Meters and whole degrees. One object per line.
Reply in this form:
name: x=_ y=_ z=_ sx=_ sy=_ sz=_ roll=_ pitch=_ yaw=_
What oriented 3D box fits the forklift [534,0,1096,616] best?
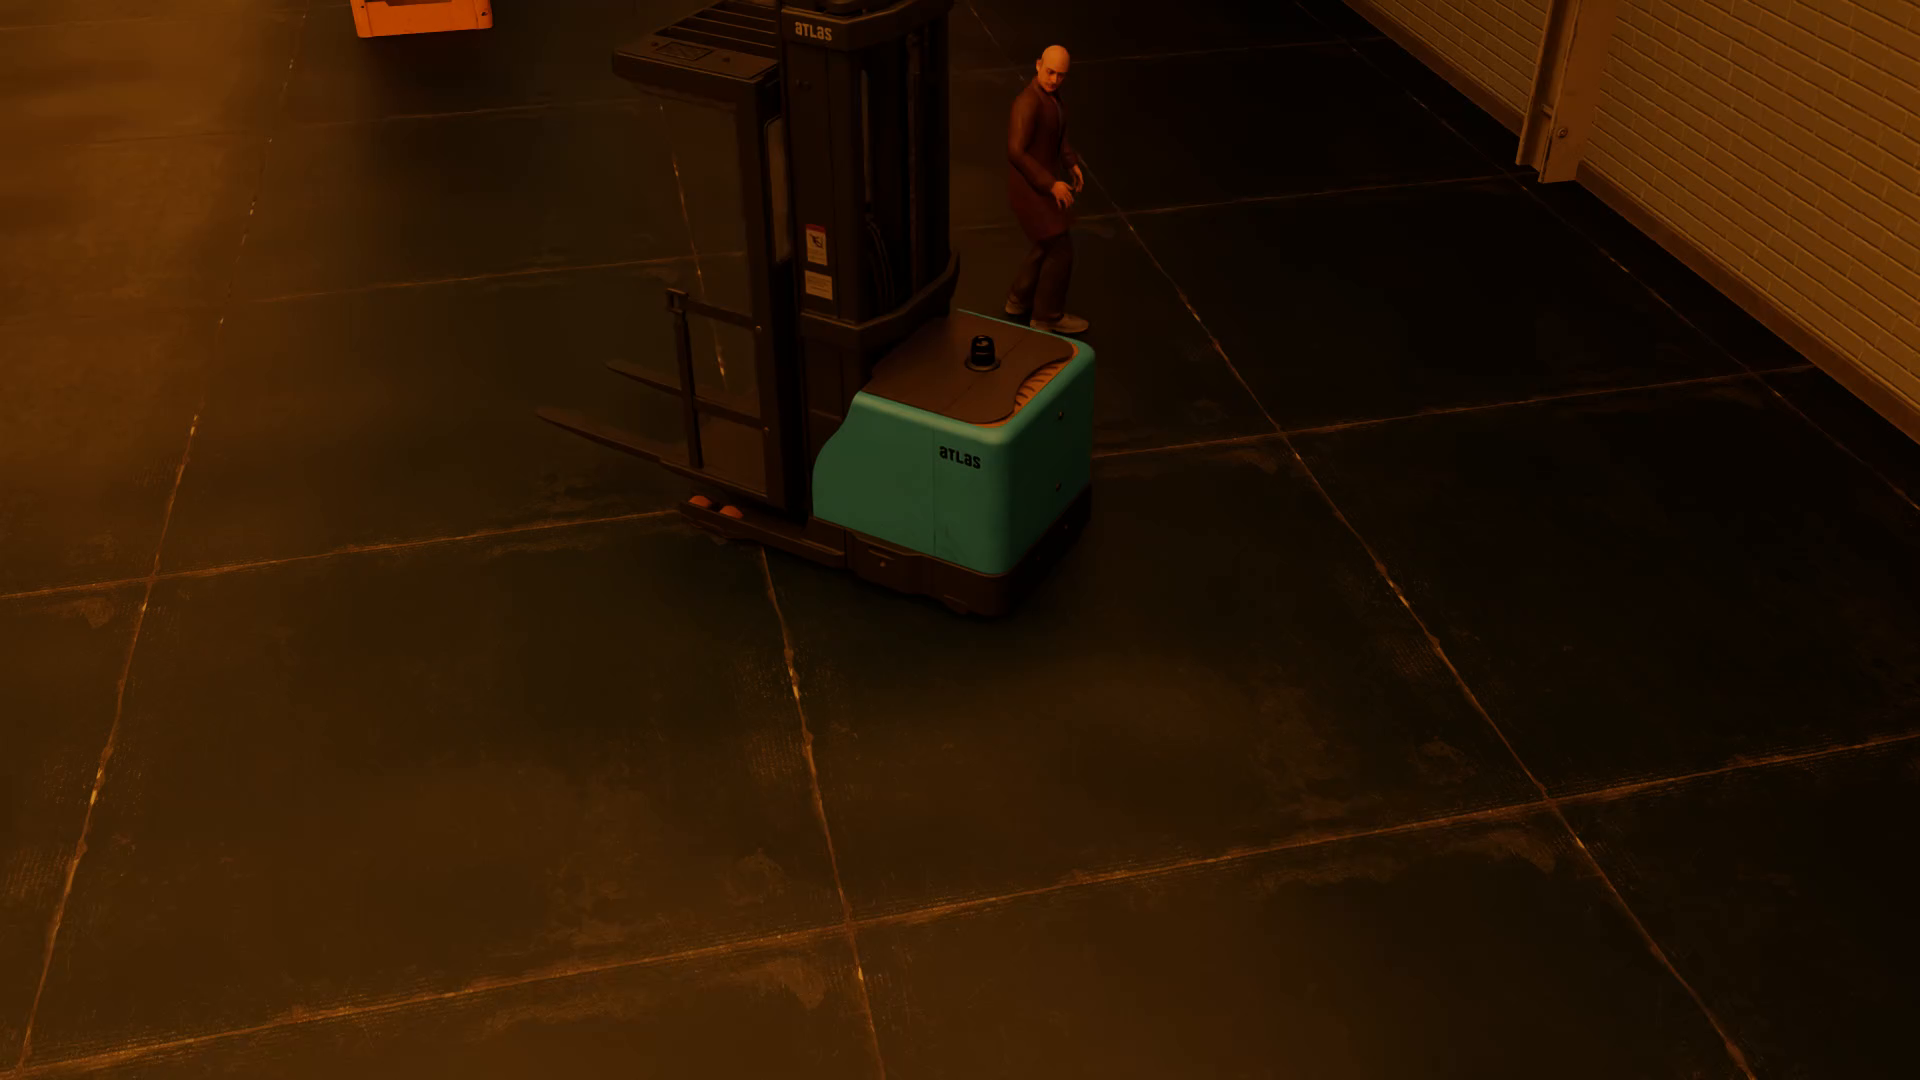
forklift: x=-0.865 y=-1.445 z=8.058 sx=3.031 sy=2.935 sz=1.130 roll=18 pitch=40 yaw=24

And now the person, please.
person: x=0.555 y=-2.110 z=10.021 sx=0.549 sy=1.737 sz=0.792 roll=5 pitch=36 yaw=7
